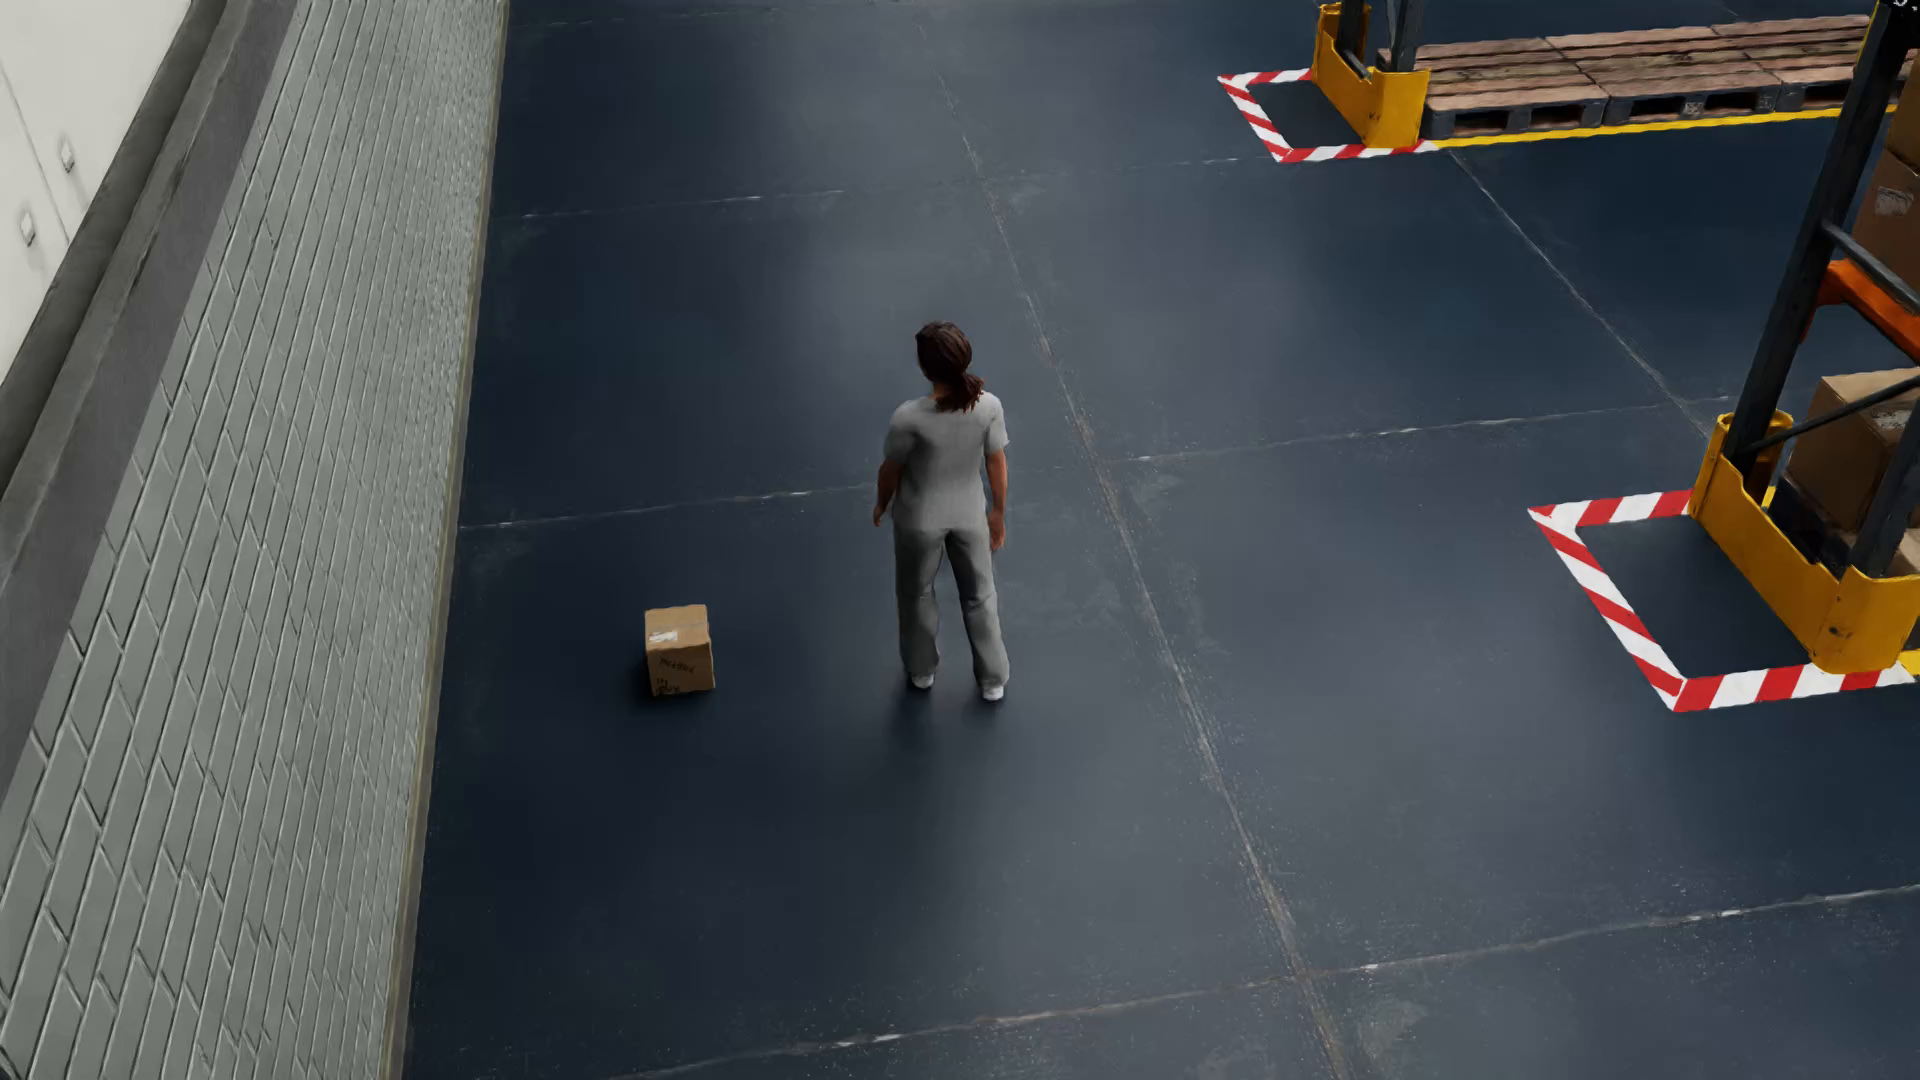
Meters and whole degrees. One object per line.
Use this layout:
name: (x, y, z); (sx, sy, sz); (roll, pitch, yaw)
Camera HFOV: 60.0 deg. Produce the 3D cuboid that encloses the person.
person: (-0.055, -0.110, 6.267); (0.525, 1.669, 0.468); (-12, 40, -14)
